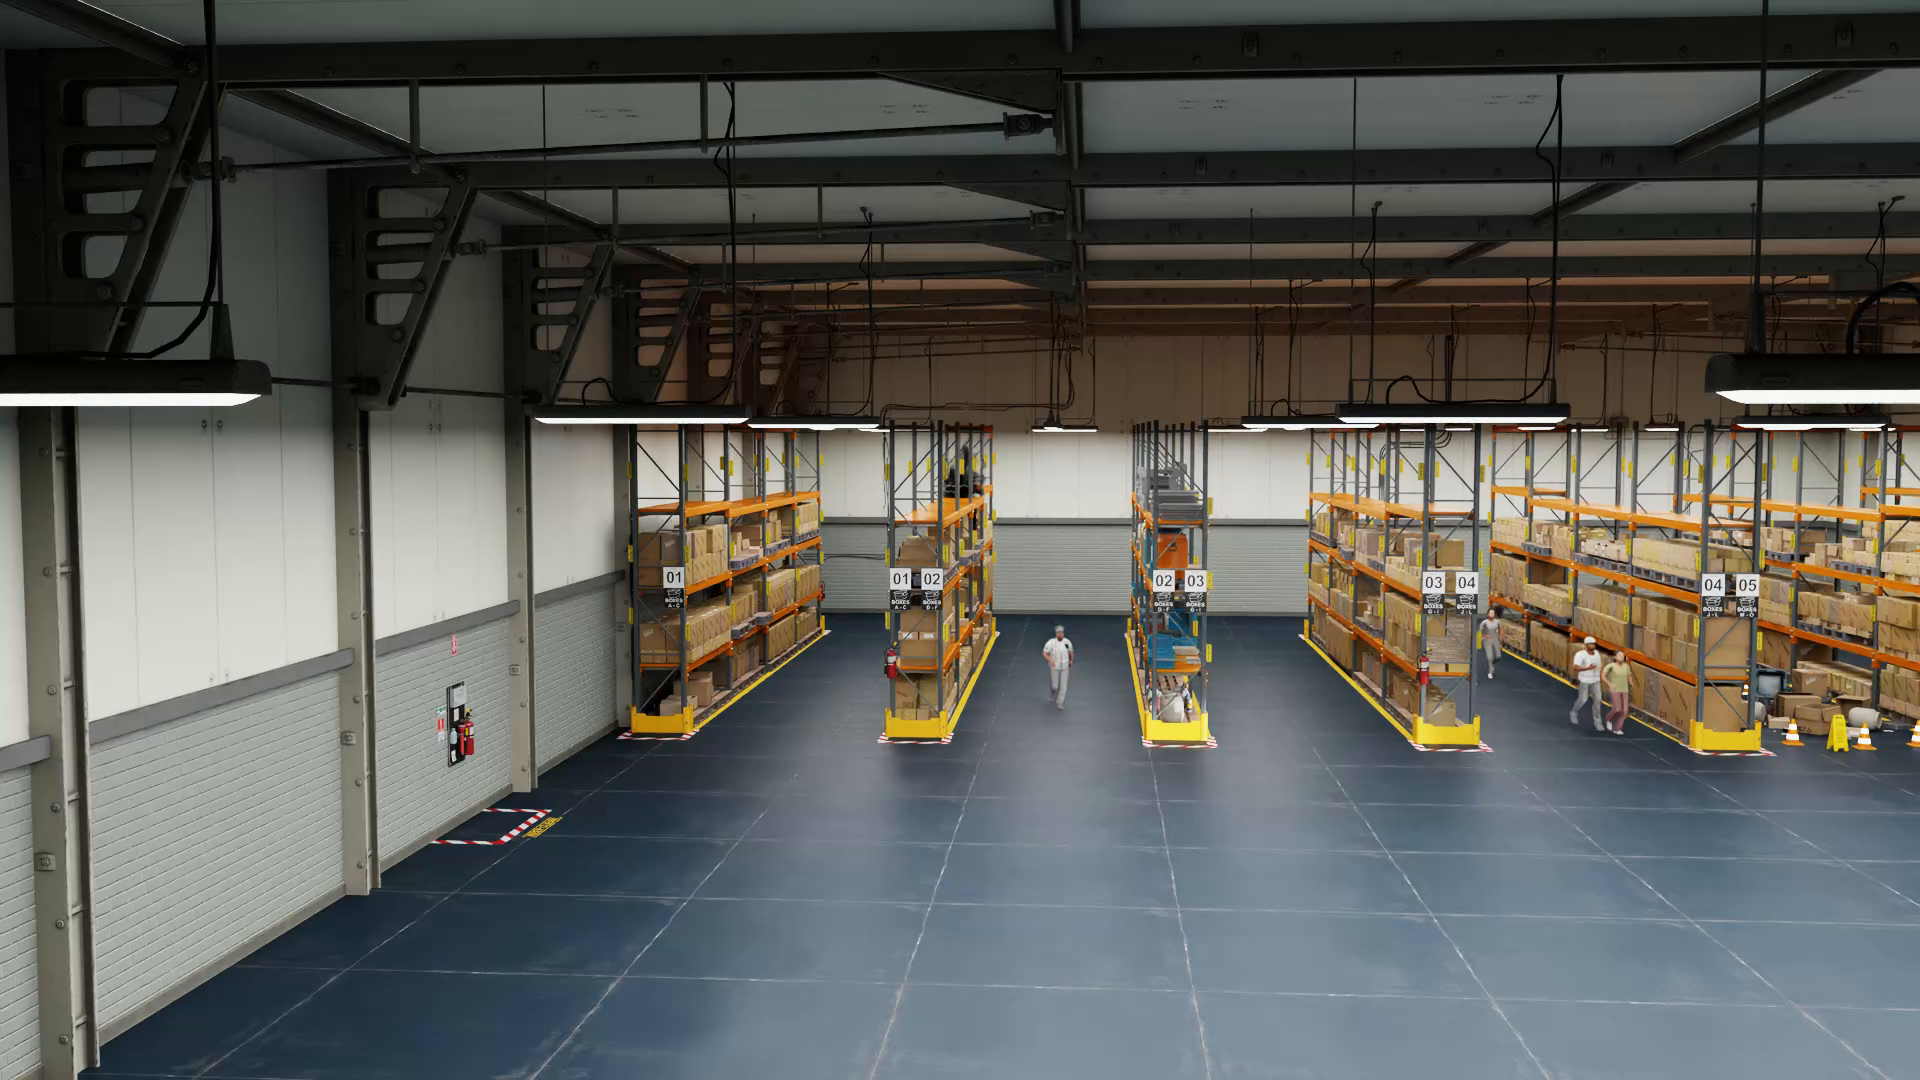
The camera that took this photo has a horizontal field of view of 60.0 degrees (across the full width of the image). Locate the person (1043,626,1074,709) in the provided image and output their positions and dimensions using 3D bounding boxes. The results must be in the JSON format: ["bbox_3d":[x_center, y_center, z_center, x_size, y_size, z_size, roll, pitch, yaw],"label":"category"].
[{"bbox_3d":[2.076,2.647,34.834,0.655,1.738,0.603,-1,4,-10],"label":"person"}]

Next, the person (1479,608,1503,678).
[{"bbox_3d":[12.532,2.429,39.215,0.601,1.636,0.578,0,4,0],"label":"person"}]

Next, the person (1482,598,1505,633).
[{"bbox_3d":[15.316,1.891,47.621,0.850,1.639,0.617,3,4,36],"label":"person"}]

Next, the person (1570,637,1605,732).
[{"bbox_3d":[12.222,2.767,32.369,0.721,1.795,0.902,-1,4,-14],"label":"person"}]

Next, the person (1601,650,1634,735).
[{"bbox_3d":[12.572,2.901,31.717,0.576,1.617,0.556,0,4,-5],"label":"person"}]
